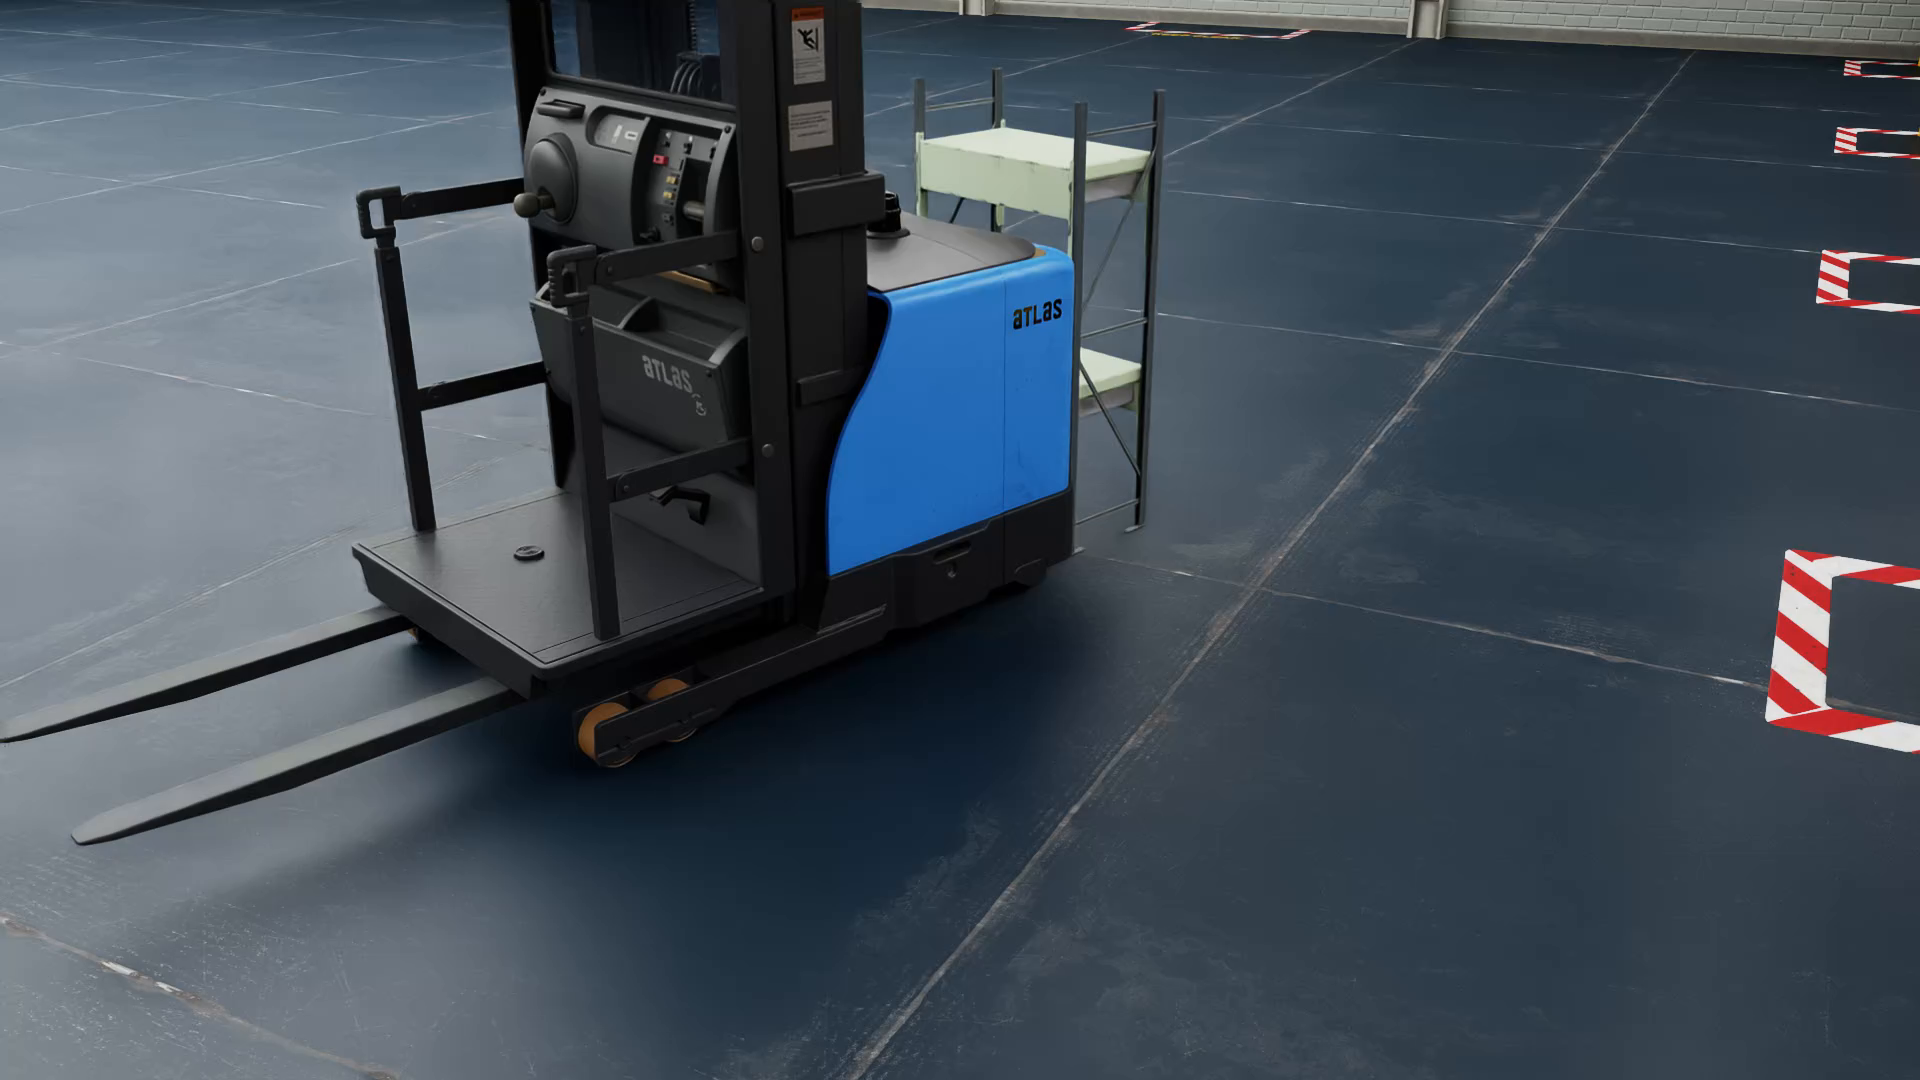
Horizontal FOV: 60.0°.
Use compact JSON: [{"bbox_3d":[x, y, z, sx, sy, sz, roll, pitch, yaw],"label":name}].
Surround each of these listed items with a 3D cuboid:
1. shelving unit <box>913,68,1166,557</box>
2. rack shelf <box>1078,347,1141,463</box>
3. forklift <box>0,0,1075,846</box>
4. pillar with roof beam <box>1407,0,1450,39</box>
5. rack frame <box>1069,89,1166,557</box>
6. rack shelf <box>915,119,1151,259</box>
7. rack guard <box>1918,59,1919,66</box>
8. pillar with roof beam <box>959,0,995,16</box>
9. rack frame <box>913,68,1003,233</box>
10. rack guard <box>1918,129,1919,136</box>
[{"bbox_3d":[0.248,-0.790,5.691,0.431,1.500,0.755,-20,30,-39],"label":"shelving unit"},{"bbox_3d":[0.248,-0.490,5.819,0.431,0.370,0.720,-20,30,-39],"label":"rack shelf"},{"bbox_3d":[-1.049,-0.983,4.315,3.031,2.935,1.130,-20,30,-39],"label":"forklift"},{"bbox_3d":[3.643,-8.666,14.628,0.400,9.000,9.100,11,25,25],"label":"pillar with roof beam"},{"bbox_3d":[0.500,-0.686,5.447,0.400,1.500,0.023,-20,30,-39],"label":"rack frame"},{"bbox_3d":[0.248,-1.149,5.539,0.431,0.370,0.720,-20,30,-39],"label":"rack shelf"},{"bbox_3d":[9.992,-5.007,16.884,0.348,0.500,1.175,11,25,25],"label":"rack guard"},{"bbox_3d":[-1.712,-9.725,17.119,0.400,9.000,9.100,11,25,25],"label":"pillar with roof beam"},{"bbox_3d":[-0.004,-0.894,5.936,0.400,1.500,0.023,-20,30,-39],"label":"rack frame"},{"bbox_3d":[7.671,-3.294,12.856,0.348,0.500,1.175,11,25,25],"label":"rack guard"}]
